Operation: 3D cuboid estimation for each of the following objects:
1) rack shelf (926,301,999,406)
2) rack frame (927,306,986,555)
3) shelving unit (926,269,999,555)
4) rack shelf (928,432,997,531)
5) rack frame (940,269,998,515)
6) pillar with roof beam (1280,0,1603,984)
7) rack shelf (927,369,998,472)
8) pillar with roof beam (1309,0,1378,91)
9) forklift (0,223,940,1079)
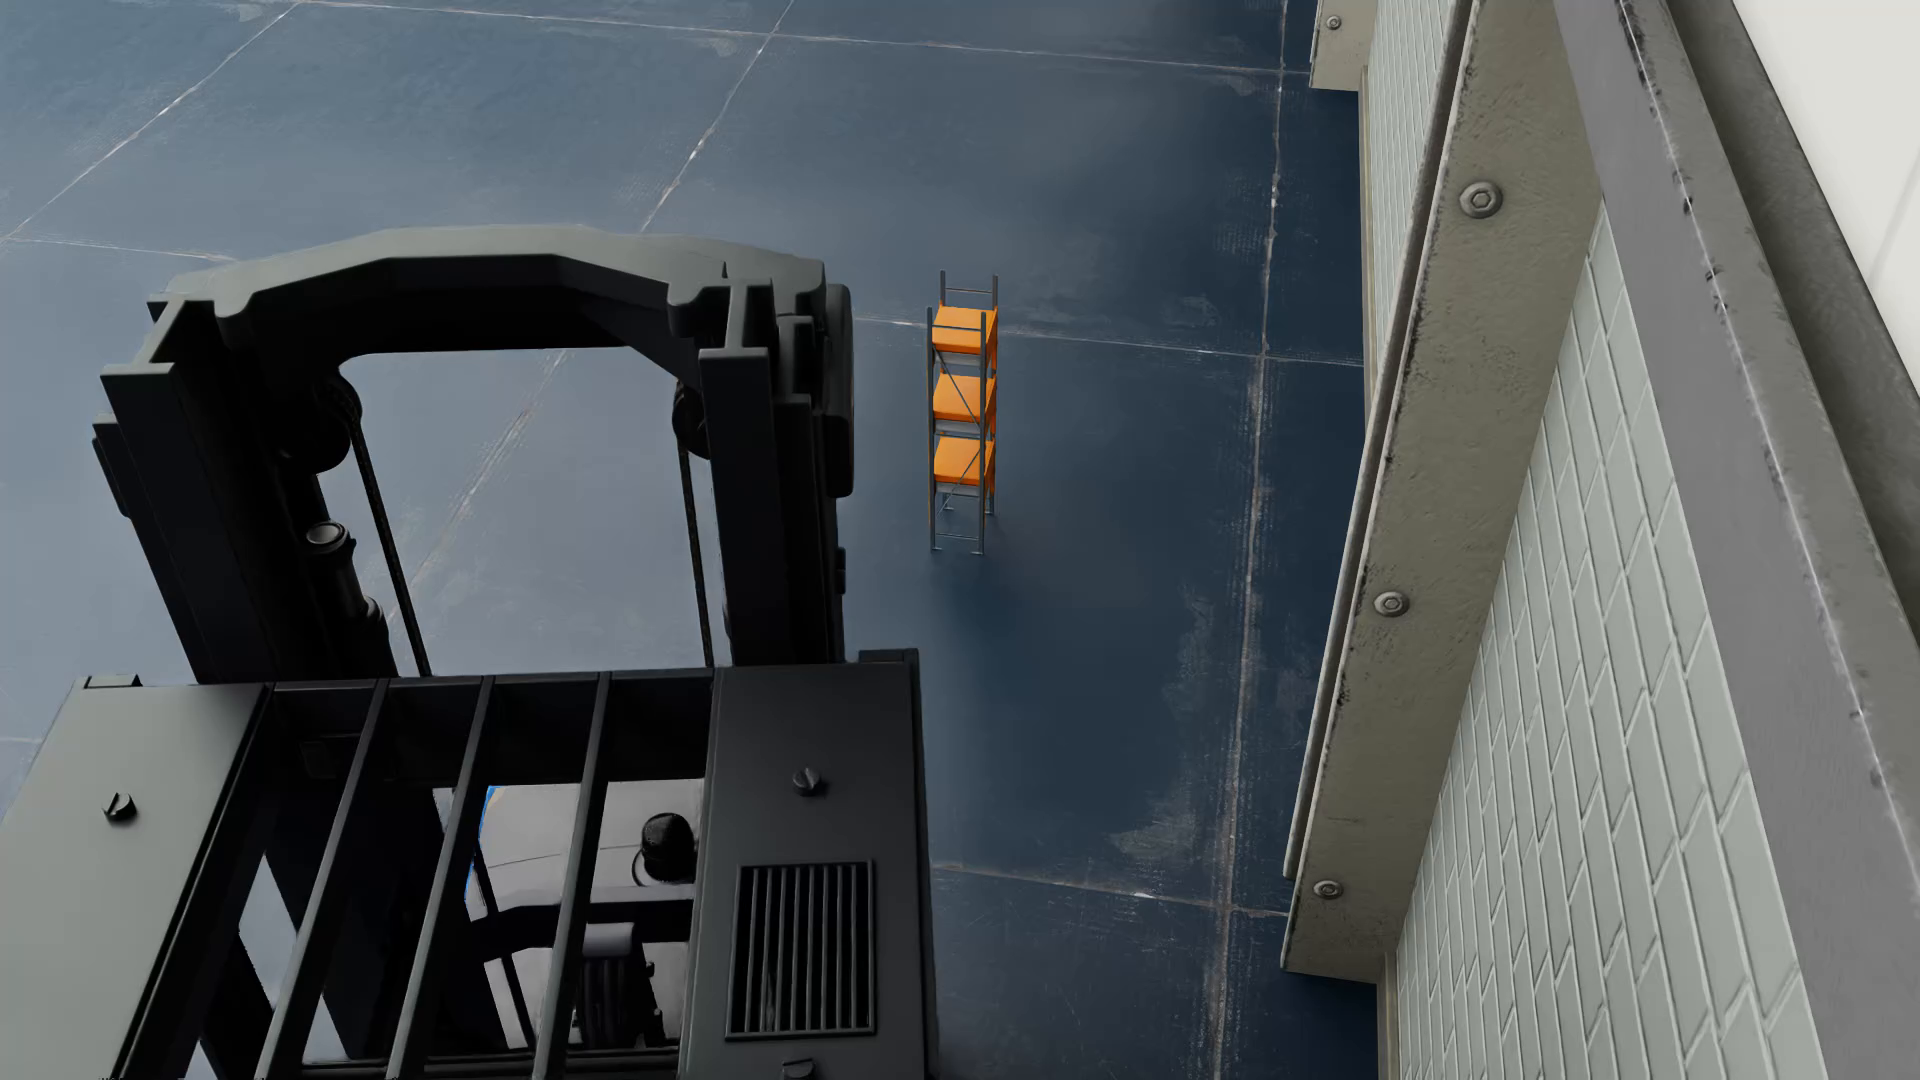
[{"bbox_3d":[0.009,-0.649,5.782,0.215,0.259,0.240,6,40,8],"label":"rack shelf"},{"bbox_3d":[-0.012,-0.362,5.863,0.200,1.050,0.008,6,40,8],"label":"rack frame"},{"bbox_3d":[0.009,-0.438,5.956,0.215,1.050,0.252,6,40,8],"label":"shelving unit"},{"bbox_3d":[0.009,-0.216,6.140,0.215,0.259,0.240,6,40,8],"label":"rack shelf"},{"bbox_3d":[0.030,-0.515,6.049,0.200,1.050,0.008,6,40,8],"label":"rack frame"},{"bbox_3d":[-3.136,-2.820,2.598,9.100,9.000,0.400,6,40,8],"label":"pillar with roof beam"},{"bbox_3d":[0.009,-0.430,5.963,0.215,0.259,0.240,6,40,8],"label":"rack shelf"},{"bbox_3d":[-2.097,-6.585,7.153,9.100,9.000,0.400,6,40,8],"label":"pillar with roof beam"},{"bbox_3d":[-0.579,1.143,2.567,1.130,2.935,3.031,-2,40,-2],"label":"forklift"}]
